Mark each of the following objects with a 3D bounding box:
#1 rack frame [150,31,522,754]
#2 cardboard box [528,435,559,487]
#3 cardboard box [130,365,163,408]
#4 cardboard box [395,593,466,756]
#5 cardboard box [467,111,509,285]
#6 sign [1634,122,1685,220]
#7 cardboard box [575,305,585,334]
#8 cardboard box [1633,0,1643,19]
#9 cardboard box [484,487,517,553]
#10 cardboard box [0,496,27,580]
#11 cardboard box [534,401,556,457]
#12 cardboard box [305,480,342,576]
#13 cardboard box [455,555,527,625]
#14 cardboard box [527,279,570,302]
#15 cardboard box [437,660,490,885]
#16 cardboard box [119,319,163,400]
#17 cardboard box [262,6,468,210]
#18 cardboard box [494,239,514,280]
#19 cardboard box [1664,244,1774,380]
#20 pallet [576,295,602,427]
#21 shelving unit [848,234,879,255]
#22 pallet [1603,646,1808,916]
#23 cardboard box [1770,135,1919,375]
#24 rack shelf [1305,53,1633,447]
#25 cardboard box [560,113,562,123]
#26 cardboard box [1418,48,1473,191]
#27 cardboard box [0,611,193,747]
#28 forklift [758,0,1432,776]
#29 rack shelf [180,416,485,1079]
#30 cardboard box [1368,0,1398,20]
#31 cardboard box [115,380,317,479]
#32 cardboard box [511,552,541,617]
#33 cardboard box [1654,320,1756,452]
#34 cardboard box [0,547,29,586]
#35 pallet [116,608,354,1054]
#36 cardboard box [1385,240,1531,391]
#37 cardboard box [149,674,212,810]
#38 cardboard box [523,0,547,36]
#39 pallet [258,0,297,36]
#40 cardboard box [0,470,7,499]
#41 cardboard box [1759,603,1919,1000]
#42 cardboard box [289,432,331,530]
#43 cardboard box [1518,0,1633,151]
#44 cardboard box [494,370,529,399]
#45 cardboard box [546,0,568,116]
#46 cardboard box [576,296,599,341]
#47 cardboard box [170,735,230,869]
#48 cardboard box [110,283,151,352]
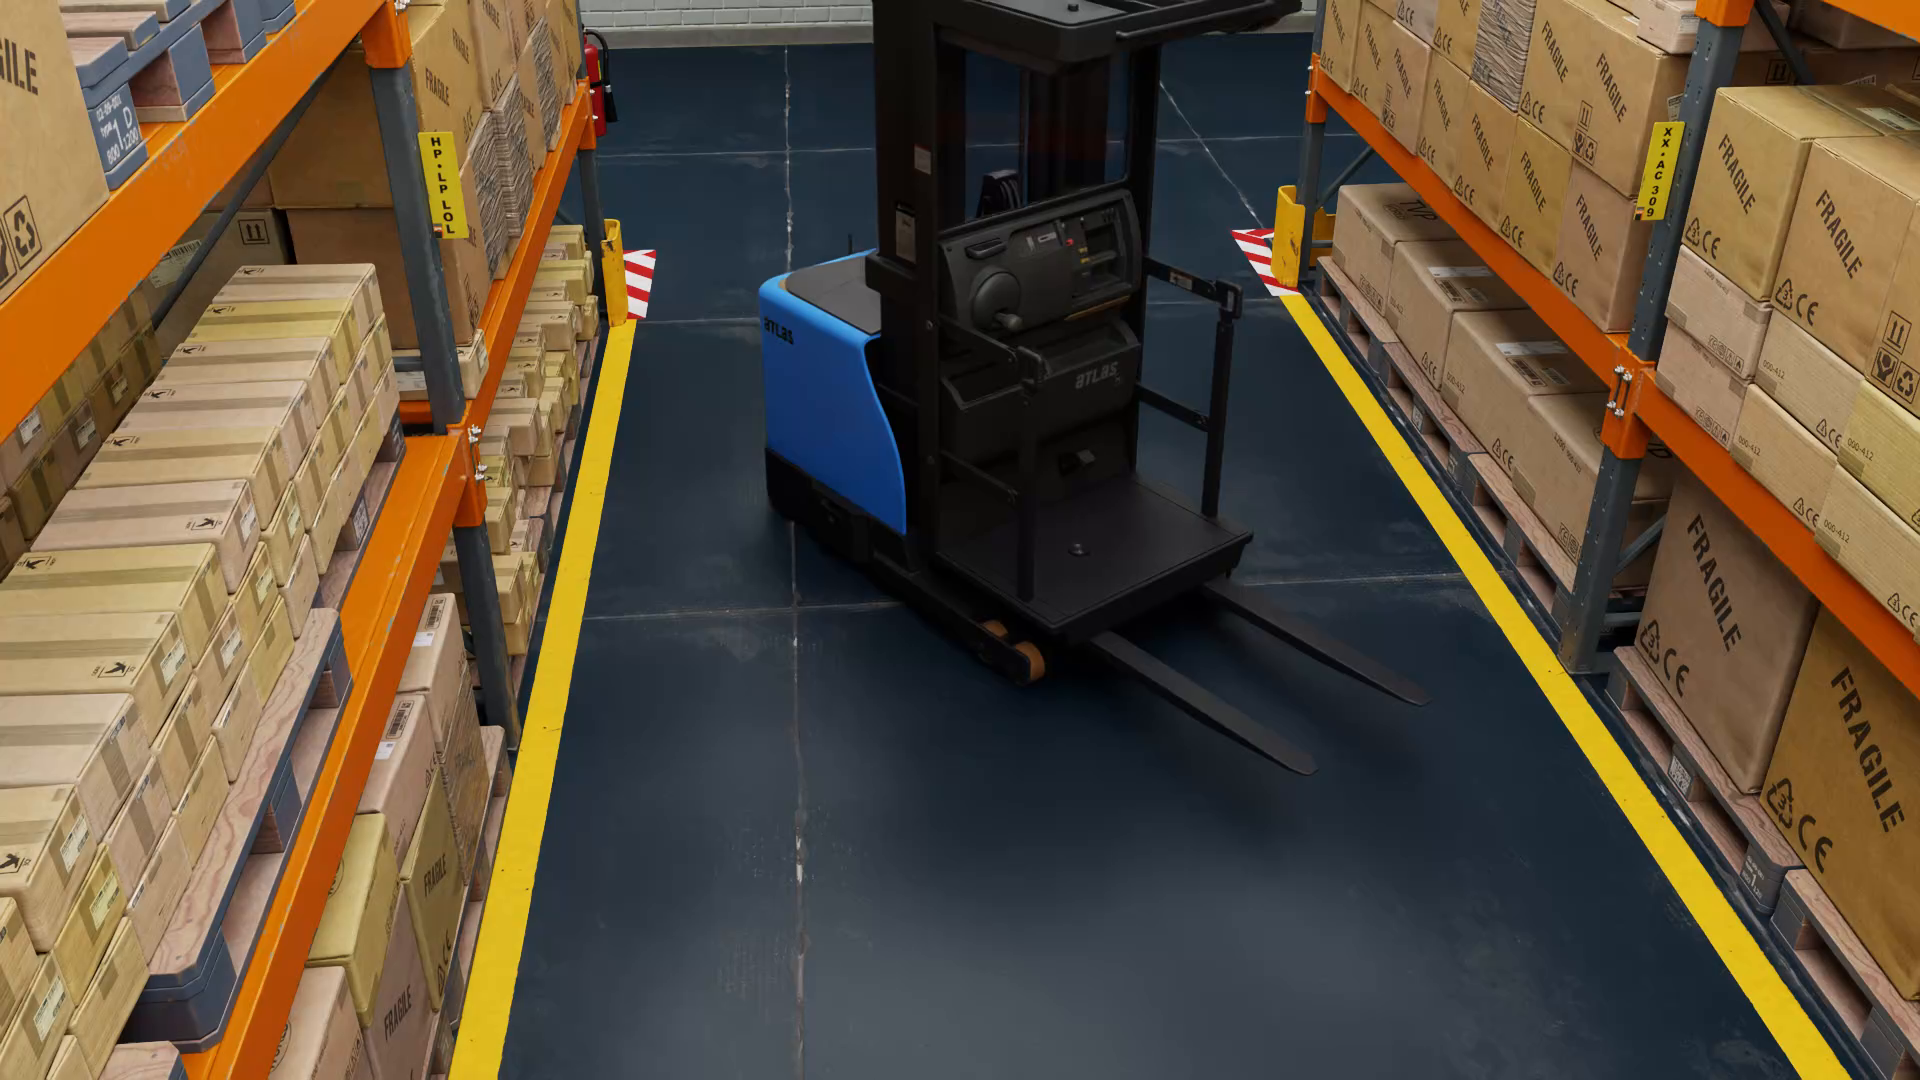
[{"bbox_3d":[-2.093,-0.531,5.213,1.000,3.000,0.127,-3,31,-5],"label":"rack frame"},{"bbox_3d":[-1.969,-0.349,7.279,0.380,0.149,0.250,-4,31,-6],"label":"cardboard box"},{"bbox_3d":[-2.514,-0.380,4.796,0.380,0.149,0.250,-4,31,-7],"label":"cardboard box"},{"bbox_3d":[-1.772,0.408,4.938,0.500,0.250,0.500,-4,31,-6],"label":"cardboard box"},{"bbox_3d":[-1.942,-1.218,5.977,0.500,0.500,0.500,-3,31,-5],"label":"cardboard box"},{"bbox_3d":[2.274,-1.198,5.408,0.100,0.325,0.005,-3,31,-5],"label":"sign"},{"bbox_3d":[-2.083,-1.136,8.307,0.380,0.149,0.250,-4,31,-7],"label":"cardboard box"},{"bbox_3d":[2.564,-1.852,5.720,0.380,0.149,0.250,-2,31,-3],"label":"cardboard box"},{"bbox_3d":[-1.885,-0.072,6.235,0.380,0.149,0.250,-1,31,-2],"label":"cardboard box"},{"bbox_3d":[-2.411,0.027,3.826,0.380,0.149,0.250,-2,31,-3],"label":"cardboard box"},{"bbox_3d":[-1.965,-0.474,7.199,0.380,0.149,0.250,-3,31,-5],"label":"cardboard box"},{"bbox_3d":[-1.789,-0.022,4.197,0.380,0.149,0.250,-4,31,-7],"label":"cardboard box"},{"bbox_3d":[-1.808,0.185,6.096,0.380,0.149,0.250,-1,31,-2],"label":"cardboard box"},{"bbox_3d":[-2.087,-1.134,8.014,0.380,0.149,0.250,-4,31,-7],"label":"cardboard box"},{"bbox_3d":[-1.773,0.728,5.134,0.500,0.500,0.500,-3,31,-6],"label":"cardboard box"},{"bbox_3d":[-2.514,-0.508,4.720,0.380,0.149,0.250,-2,31,-4],"label":"cardboard box"},{"bbox_3d":[-1.892,-1.373,5.260,0.500,0.500,0.500,-2,31,-3],"label":"cardboard box"},{"bbox_3d":[-1.947,-1.116,6.438,0.380,0.149,0.250,-2,31,-4],"label":"cardboard box"},{"bbox_3d":[2.586,-0.731,5.208,0.500,0.250,0.500,-4,31,-6],"label":"cardboard box"},{"bbox_3d":[-2.419,-0.920,8.585,1.003,0.211,1.213,-3,31,-5],"label":"pallet"},{"bbox_3d":[-0.354,-0.957,7.828,0.215,1.050,0.252,17,35,27],"label":"shelving unit"},{"bbox_3d":[2.973,0.768,5.758,1.003,0.211,1.213,-3,31,-5],"label":"pallet"},{"bbox_3d":[2.656,-0.795,4.583,0.500,0.500,0.500,-3,31,-5],"label":"cardboard box"},{"bbox_3d":[2.639,-1.532,7.591,1.077,0.370,4.000,-3,31,-5],"label":"rack shelf"},{"bbox_3d":[-2.130,-2.056,8.012,0.380,0.149,0.250,-3,31,-5],"label":"cardboard box"},{"bbox_3d":[2.379,-1.873,7.364,0.500,0.500,0.500,-2,31,-3],"label":"cardboard box"},{"bbox_3d":[-1.694,0.268,3.132,0.380,0.149,0.250,-2,31,-3],"label":"cardboard box"},{"bbox_3d":[0.454,-0.996,6.059,1.130,2.935,3.031,-23,38,-33],"label":"forklift"},{"bbox_3d":[-1.906,0.799,3.688,1.077,0.370,4.000,-3,31,-5],"label":"rack shelf"},{"bbox_3d":[2.269,-2.812,7.959,0.500,0.500,0.500,-4,31,-6],"label":"cardboard box"},{"bbox_3d":[-1.788,-0.260,4.015,0.380,0.149,0.250,-3,31,-5],"label":"cardboard box"},{"bbox_3d":[-1.832,0.176,6.401,0.380,0.149,0.250,-2,31,-3],"label":"cardboard box"},{"bbox_3d":[2.604,-0.518,5.338,0.500,0.250,0.500,-3,31,-6],"label":"cardboard box"},{"bbox_3d":[-2.416,0.147,3.914,0.380,0.149,0.250,-4,31,-7],"label":"cardboard box"},{"bbox_3d":[-1.945,0.585,3.532,1.003,0.211,1.213,-3,31,-5],"label":"pallet"},{"bbox_3d":[2.707,-1.143,8.327,0.875,0.438,0.875,-2,31,-3],"label":"cardboard box"},{"bbox_3d":[-1.686,0.398,3.205,0.380,0.149,0.250,-3,31,-5],"label":"cardboard box"},{"bbox_3d":[-2.071,-2.427,7.026,0.500,0.500,0.500,-1,31,-2],"label":"cardboard box"},{"bbox_3d":[-2.141,-1.417,3.956,1.213,0.211,1.003,-3,31,-5],"label":"pallet"},{"bbox_3d":[-2.415,-0.104,3.754,0.380,0.149,0.250,-3,31,-5],"label":"cardboard box"},{"bbox_3d":[3.056,0.686,4.839,0.875,0.875,0.875,-2,31,-3],"label":"cardboard box"},{"bbox_3d":[-1.783,-0.136,4.099,0.380,0.149,0.250,-4,31,-6],"label":"cardboard box"},{"bbox_3d":[2.468,-1.779,6.230,0.500,0.500,0.500,-3,31,-5],"label":"cardboard box"},{"bbox_3d":[-2.055,-0.599,7.119,0.380,0.149,0.250,-4,31,-7],"label":"cardboard box"},{"bbox_3d":[-2.125,-2.263,7.726,0.500,0.500,0.500,-3,31,-5],"label":"cardboard box"},{"bbox_3d":[-2.085,-1.144,8.611,0.380,0.149,0.250,-2,31,-3],"label":"cardboard box"},{"bbox_3d":[-1.686,0.524,3.283,0.380,0.149,0.250,-2,31,-4],"label":"cardboard box"},{"bbox_3d":[-2.514,-0.635,4.644,0.380,0.149,0.250,-1,31,-2],"label":"cardboard box"}]
